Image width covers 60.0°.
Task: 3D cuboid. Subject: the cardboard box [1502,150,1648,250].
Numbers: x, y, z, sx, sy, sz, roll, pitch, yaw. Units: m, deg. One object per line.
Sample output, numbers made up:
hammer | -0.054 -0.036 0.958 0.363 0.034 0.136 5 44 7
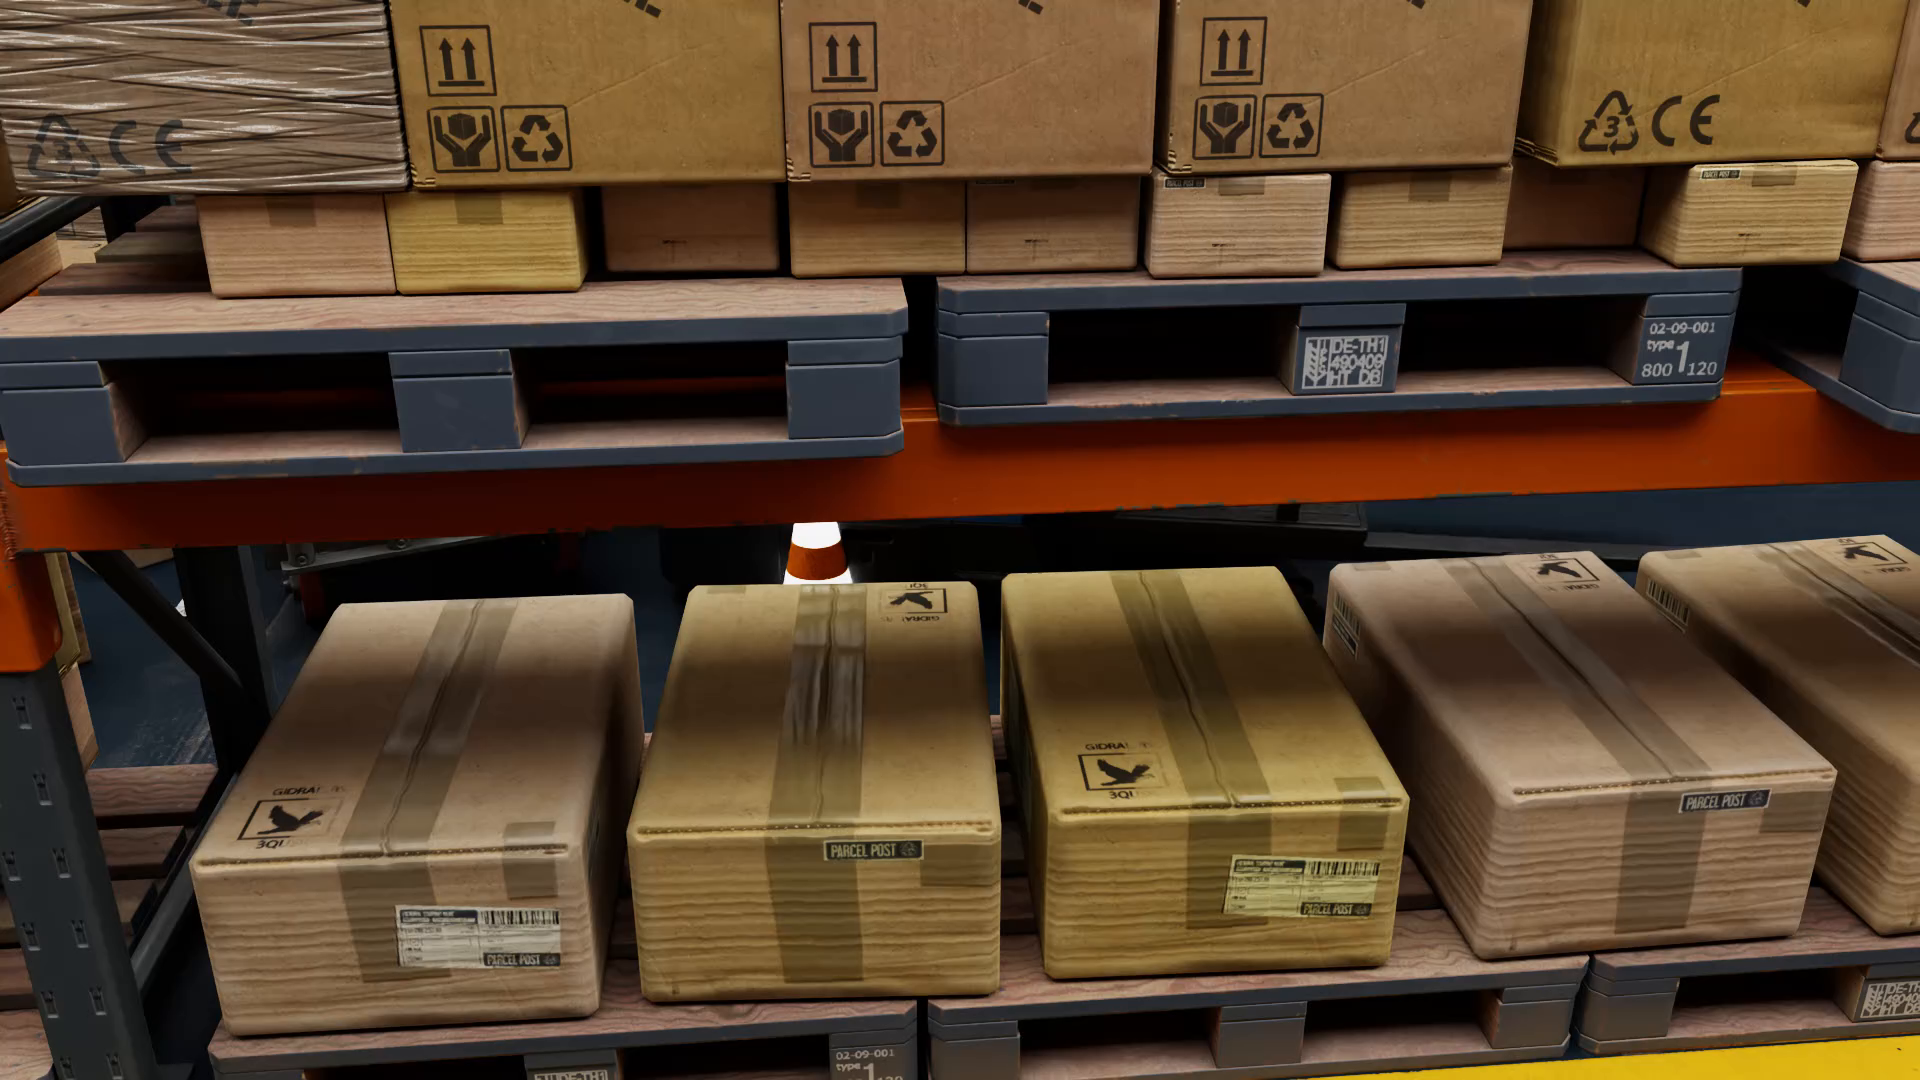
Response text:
cardboard box | 0.889 -0.585 2.665 0.250 0.149 0.380 -2 24 -5

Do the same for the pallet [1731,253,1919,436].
pallet | 1.786 -0.508 2.935 1.003 0.211 1.213 -2 24 -5

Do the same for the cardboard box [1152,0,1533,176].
cardboard box | 0.501 -0.843 2.446 0.500 0.500 0.500 -3 24 -7

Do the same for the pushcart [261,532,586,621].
pushcart | -1.770 -0.228 5.299 0.936 0.377 1.648 -11 26 -23

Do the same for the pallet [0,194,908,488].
pallet | -0.721 -0.391 2.673 1.213 0.211 1.003 -2 24 -5

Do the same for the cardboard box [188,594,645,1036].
cardboard box | -0.974 0.480 3.196 0.625 0.372 0.950 -2 24 -4

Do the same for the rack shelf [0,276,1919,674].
rack shelf | 0.494 -0.258 3.023 4.000 0.370 1.077 -2 24 -5

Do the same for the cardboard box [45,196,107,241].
cardboard box | -3.612 -1.690 7.459 0.875 0.875 0.875 -2 24 -5

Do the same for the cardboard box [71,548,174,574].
cardboard box | -2.518 -0.093 5.132 0.258 0.266 0.396 22 32 40

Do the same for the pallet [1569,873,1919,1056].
pallet | 1.707 0.638 3.555 1.213 0.211 1.003 -2 24 -5

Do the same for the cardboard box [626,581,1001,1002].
cardboard box | -0.259 0.450 3.263 0.625 0.372 0.950 -1 24 -2

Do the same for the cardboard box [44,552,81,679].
cardboard box | -2.110 0.129 3.211 0.500 0.500 0.500 -1 24 -3

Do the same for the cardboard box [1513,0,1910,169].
cardboard box | 1.044 -0.864 2.495 0.500 0.500 0.500 -4 24 -9

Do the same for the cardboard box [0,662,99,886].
cardboard box | -2.110 0.472 3.363 0.500 0.250 0.500 -3 24 -8

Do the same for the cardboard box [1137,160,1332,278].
cardboard box | 0.385 -0.519 2.518 0.250 0.149 0.380 -1 24 -3

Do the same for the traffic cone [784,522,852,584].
traffic cone | -0.400 0.037 4.598 0.334 0.463 0.336 -2 24 -5

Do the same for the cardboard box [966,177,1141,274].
cardboard box | 0.115 -0.530 2.541 0.250 0.149 0.380 -2 24 -5

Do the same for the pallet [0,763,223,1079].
pallet | -2.161 0.808 3.172 1.213 0.211 1.003 -2 24 -5

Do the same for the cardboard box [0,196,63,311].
cardboard box | -1.841 -0.509 3.012 0.250 0.149 0.380 -2 24 -5

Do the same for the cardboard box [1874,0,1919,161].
cardboard box | 1.546 -0.885 2.541 0.500 0.500 0.500 -3 24 -6

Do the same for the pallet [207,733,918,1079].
pallet | -0.721 0.735 3.335 1.213 0.211 1.003 -2 24 -5

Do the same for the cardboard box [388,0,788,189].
cardboard box | -0.503 -0.804 2.359 0.500 0.500 0.500 -2 24 -5

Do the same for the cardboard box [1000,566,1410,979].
cardboard box | 0.433 0.421 3.327 0.625 0.372 0.950 -2 24 -3

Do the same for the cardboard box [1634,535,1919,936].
cardboard box | 1.921 0.361 3.464 0.625 0.372 0.950 -4 24 -9

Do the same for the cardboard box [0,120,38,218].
cardboard box | -1.961 -0.784 2.831 0.500 0.500 0.500 -2 24 -5

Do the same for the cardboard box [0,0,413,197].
cardboard box | -1.001 -0.783 2.313 0.500 0.500 0.500 -2 24 -4

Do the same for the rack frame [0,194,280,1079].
rack frame | -1.496 -0.507 2.698 0.127 3.000 1.000 -2 24 -5

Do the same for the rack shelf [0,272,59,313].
rack shelf | -3.486 -0.099 2.664 4.000 0.370 1.077 -2 24 -5

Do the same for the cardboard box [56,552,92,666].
cardboard box | -2.696 0.127 4.346 0.500 0.500 0.500 16 28 31

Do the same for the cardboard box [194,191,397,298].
cardboard box | -0.915 -0.479 2.426 0.250 0.149 0.380 -2 24 -4

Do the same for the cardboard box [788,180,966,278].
cardboard box | -0.131 -0.521 2.520 0.250 0.149 0.380 -2 24 -4

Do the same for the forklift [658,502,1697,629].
forklift | 0.684 -1.280 4.521 3.031 2.935 1.130 3 24 7

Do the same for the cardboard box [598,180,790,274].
cardboard box | -0.391 -0.527 2.535 0.250 0.149 0.380 -1 24 -2

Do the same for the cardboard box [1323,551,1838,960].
cardboard box | 1.188 0.393 3.390 0.625 0.372 0.950 -3 24 -6

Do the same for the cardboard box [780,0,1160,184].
cardboard box | -0.009 -0.818 2.391 0.500 0.500 0.500 -2 24 -5

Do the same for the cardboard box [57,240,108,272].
cardboard box | -3.527 -0.886 6.625 0.500 0.500 0.500 2 24 4

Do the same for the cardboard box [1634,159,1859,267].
cardboard box | 1.152 -0.544 2.573 0.250 0.149 0.380 -2 24 -4

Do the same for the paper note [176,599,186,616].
paper note | -2.191 0.181 4.805 0.142 0.019 0.148 -2 24 -5

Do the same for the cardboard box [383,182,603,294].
cardboard box | -0.665 -0.485 2.440 0.250 0.149 0.380 -2 24 -4

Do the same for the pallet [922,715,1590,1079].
pallet | 0.496 0.685 3.448 1.213 0.211 1.003 -2 24 -5

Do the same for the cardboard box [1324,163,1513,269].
cardboard box | 0.647 -0.542 2.568 0.250 0.149 0.380 -3 24 -7

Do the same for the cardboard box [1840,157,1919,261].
cardboard box | 1.424 -0.561 2.611 0.250 0.149 0.380 -3 24 -8

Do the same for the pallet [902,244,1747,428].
pallet | 0.519 -0.484 2.881 1.213 0.211 1.003 -2 24 -5
